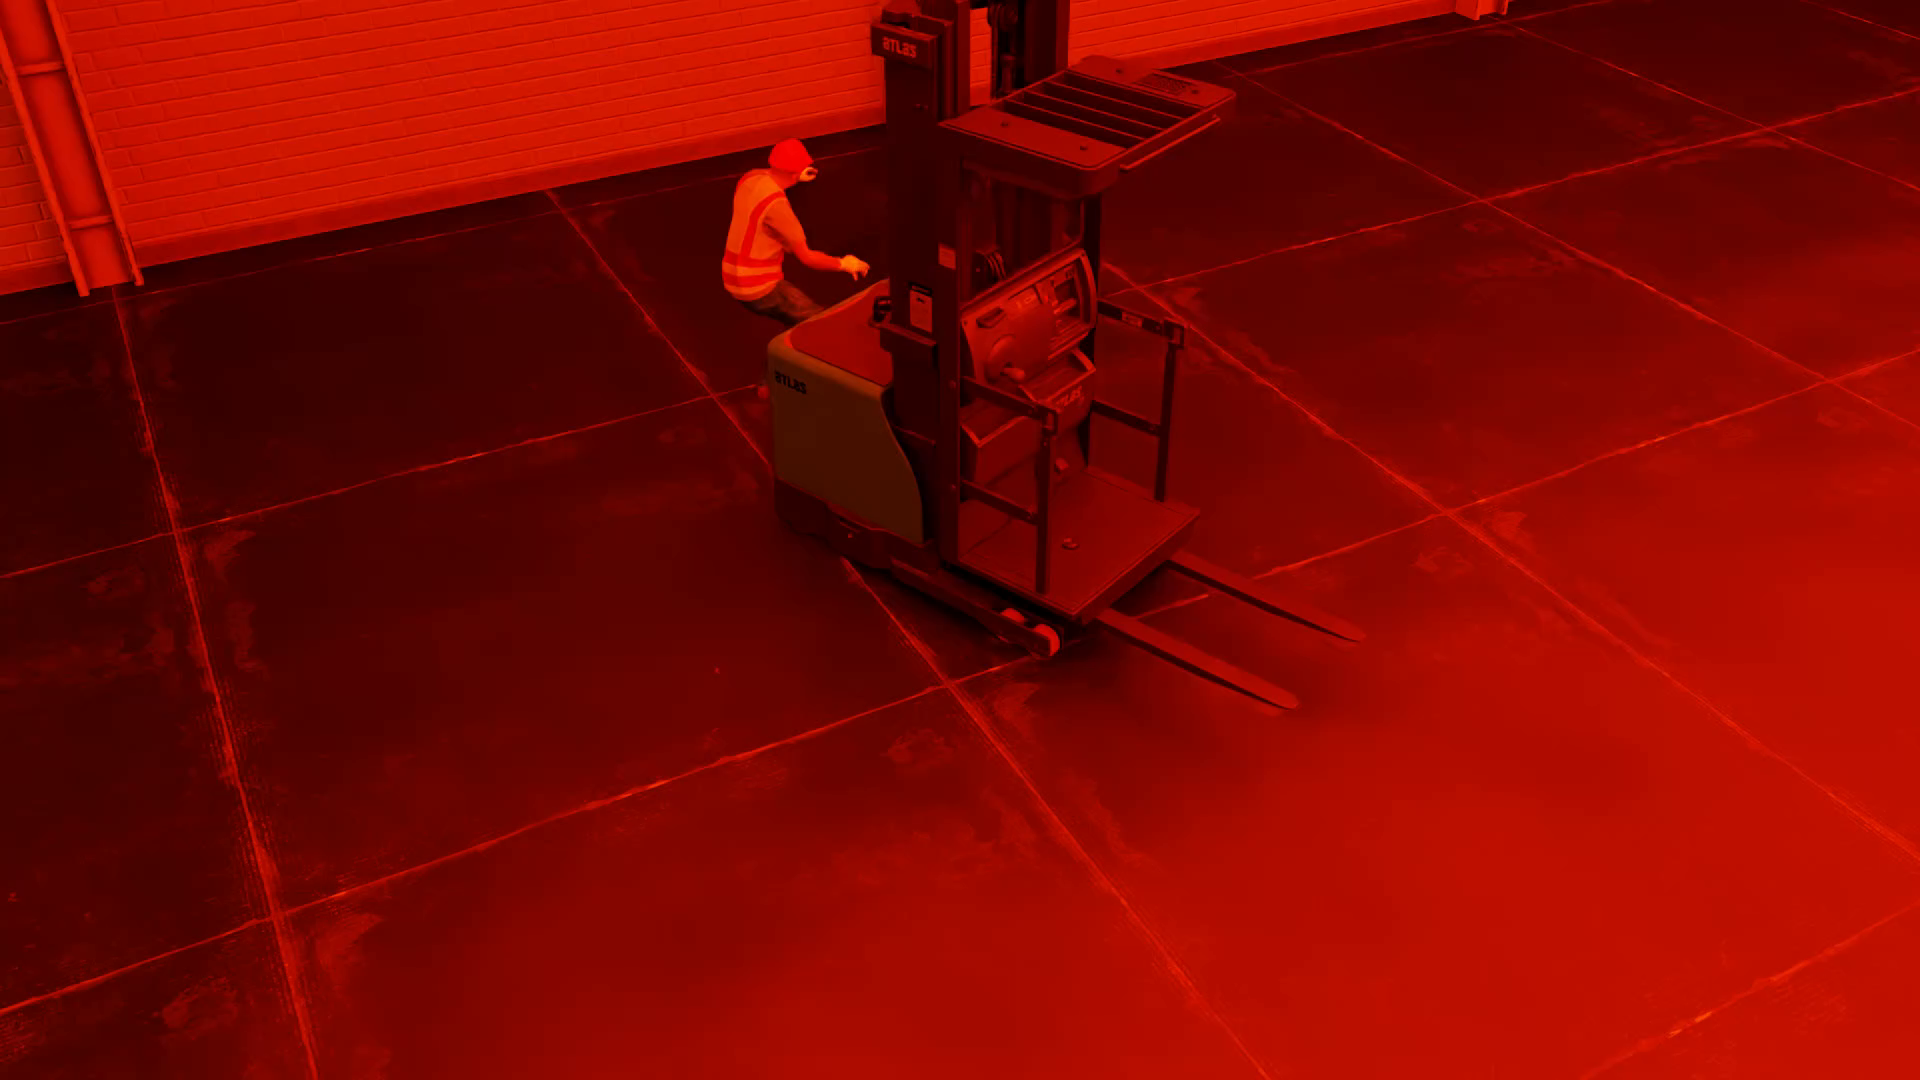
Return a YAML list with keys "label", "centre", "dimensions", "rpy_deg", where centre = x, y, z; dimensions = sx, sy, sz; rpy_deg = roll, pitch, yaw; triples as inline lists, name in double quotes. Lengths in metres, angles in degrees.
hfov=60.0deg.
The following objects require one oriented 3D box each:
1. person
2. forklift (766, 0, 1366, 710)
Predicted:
- label: "person"
  centre: [-0.904, -1.527, 9.529]
  dimensions: [0.848, 1.522, 1.383]
  rpy_deg: [-18, 39, -24]
- label: "forklift"
  centre: [0.486, -0.978, 7.507]
  dimensions: [3.031, 2.935, 1.130]
  rpy_deg: [25, 42, 31]
